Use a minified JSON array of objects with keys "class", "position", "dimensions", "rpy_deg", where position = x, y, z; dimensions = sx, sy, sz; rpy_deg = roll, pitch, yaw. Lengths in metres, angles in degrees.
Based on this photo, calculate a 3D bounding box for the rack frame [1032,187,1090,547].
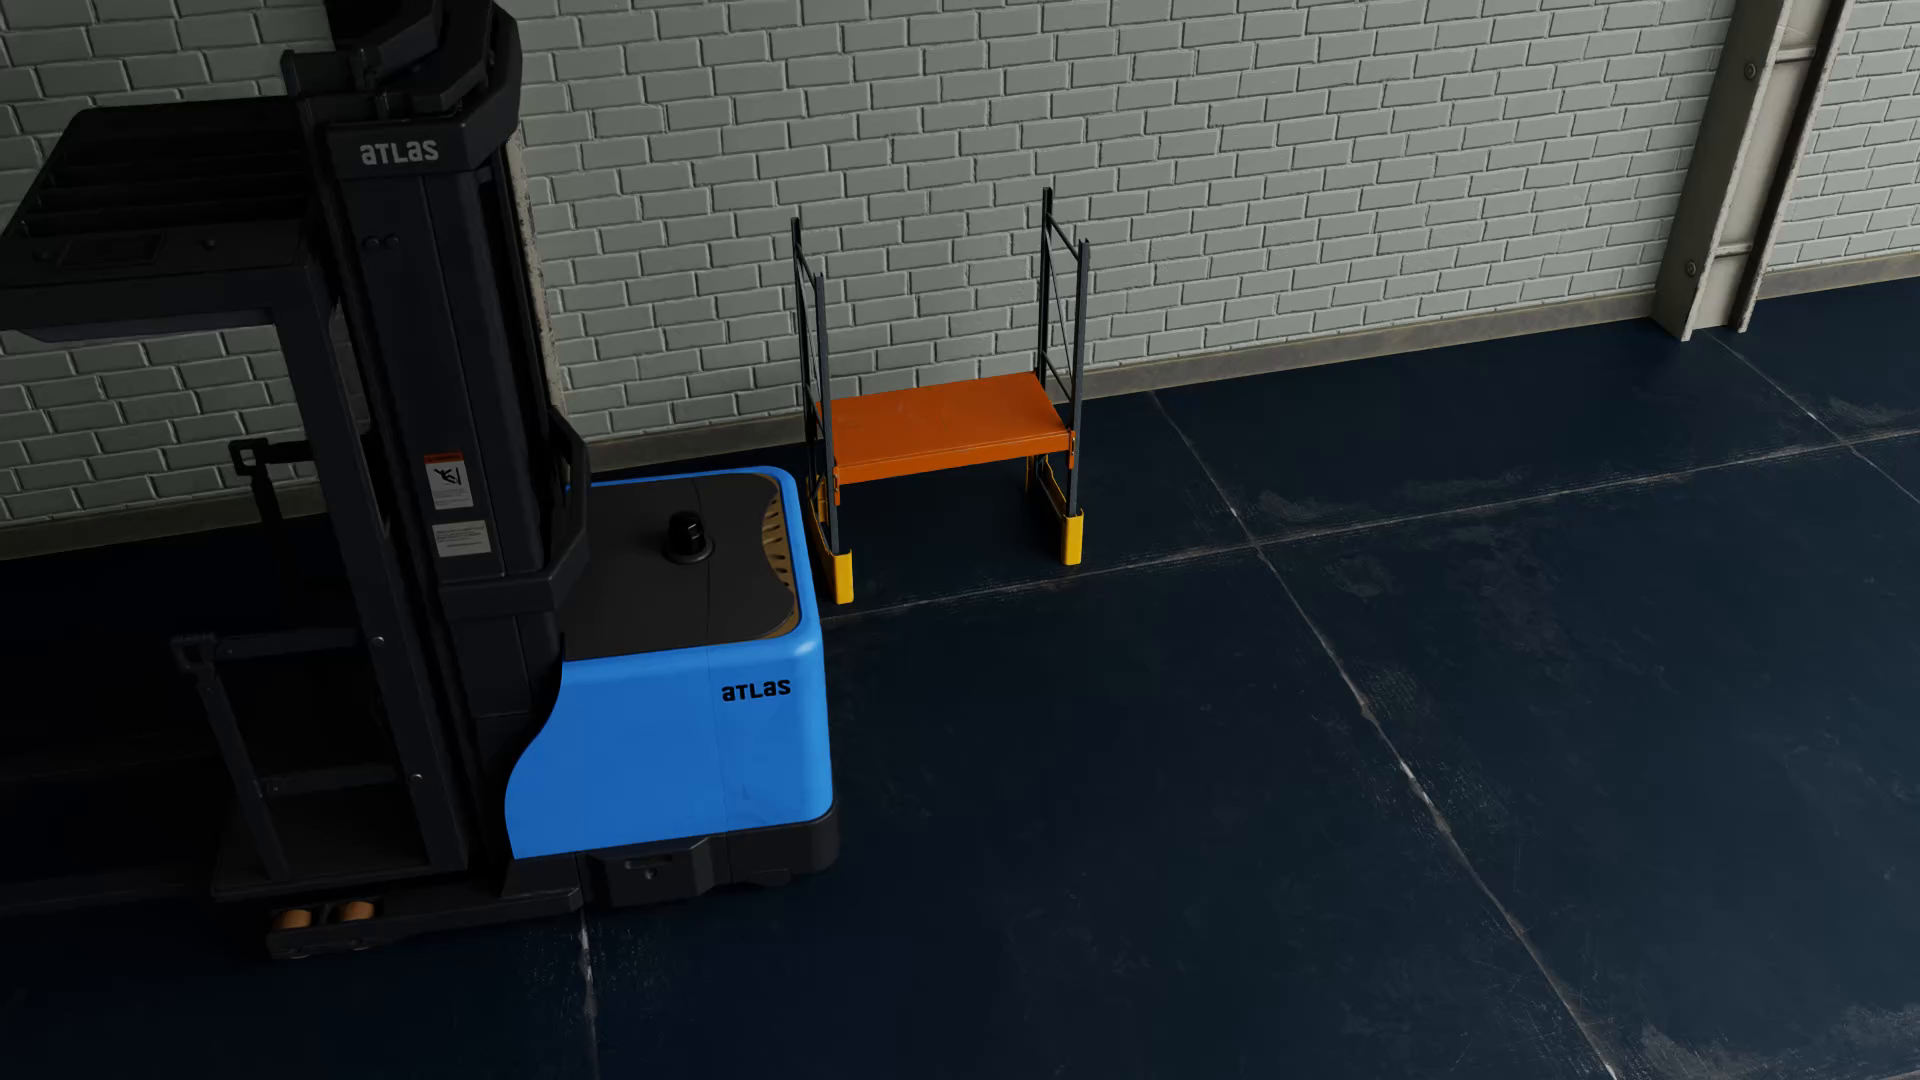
[{"class":"rack frame","position":[0.408,-0.663,6.882],"dimensions":[0.032,1.500,0.500],"rpy_deg":[-9,38,-12]}]

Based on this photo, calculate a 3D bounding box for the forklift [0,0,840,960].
[{"class":"forklift","position":[-1.981,-0.140,5.021],"dimensions":[3.031,2.935,1.130],"rpy_deg":[-6,38,-8]}]

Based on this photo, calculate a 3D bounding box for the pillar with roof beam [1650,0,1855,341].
[{"class":"pillar with roof beam","position":[4.997,-2.197,2.715],"dimensions":[0.400,9.000,9.100],"rpy_deg":[-9,38,-12]}]

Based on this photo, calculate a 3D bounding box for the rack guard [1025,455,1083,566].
[{"class":"rack guard","position":[0.407,-0.166,7.261],"dimensions":[0.087,0.250,0.587],"rpy_deg":[-9,38,-12]}]

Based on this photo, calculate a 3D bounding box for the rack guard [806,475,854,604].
[{"class":"rack guard","position":[-0.554,-0.008,7.055],"dimensions":[0.087,0.250,0.587],"rpy_deg":[-9,38,-12]}]

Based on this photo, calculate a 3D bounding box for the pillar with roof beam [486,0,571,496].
[{"class":"pillar with roof beam","position":[-0.796,-1.246,1.473],"dimensions":[0.400,9.000,9.100],"rpy_deg":[-9,38,-12]}]

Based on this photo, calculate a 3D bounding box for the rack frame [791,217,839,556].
[{"class":"rack frame","position":[-0.573,-0.502,6.671],"dimensions":[0.032,1.500,0.500],"rpy_deg":[-9,38,-12]}]

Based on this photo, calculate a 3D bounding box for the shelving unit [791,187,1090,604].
[{"class":"shelving unit","position":[-0.074,-0.584,6.779],"dimensions":[1.083,1.500,0.587],"rpy_deg":[-9,38,-12]}]

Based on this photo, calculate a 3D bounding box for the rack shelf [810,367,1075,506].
[{"class":"rack shelf","position":[-0.082,-0.439,6.886],"dimensions":[1.000,0.185,0.538],"rpy_deg":[-9,38,-12]}]
